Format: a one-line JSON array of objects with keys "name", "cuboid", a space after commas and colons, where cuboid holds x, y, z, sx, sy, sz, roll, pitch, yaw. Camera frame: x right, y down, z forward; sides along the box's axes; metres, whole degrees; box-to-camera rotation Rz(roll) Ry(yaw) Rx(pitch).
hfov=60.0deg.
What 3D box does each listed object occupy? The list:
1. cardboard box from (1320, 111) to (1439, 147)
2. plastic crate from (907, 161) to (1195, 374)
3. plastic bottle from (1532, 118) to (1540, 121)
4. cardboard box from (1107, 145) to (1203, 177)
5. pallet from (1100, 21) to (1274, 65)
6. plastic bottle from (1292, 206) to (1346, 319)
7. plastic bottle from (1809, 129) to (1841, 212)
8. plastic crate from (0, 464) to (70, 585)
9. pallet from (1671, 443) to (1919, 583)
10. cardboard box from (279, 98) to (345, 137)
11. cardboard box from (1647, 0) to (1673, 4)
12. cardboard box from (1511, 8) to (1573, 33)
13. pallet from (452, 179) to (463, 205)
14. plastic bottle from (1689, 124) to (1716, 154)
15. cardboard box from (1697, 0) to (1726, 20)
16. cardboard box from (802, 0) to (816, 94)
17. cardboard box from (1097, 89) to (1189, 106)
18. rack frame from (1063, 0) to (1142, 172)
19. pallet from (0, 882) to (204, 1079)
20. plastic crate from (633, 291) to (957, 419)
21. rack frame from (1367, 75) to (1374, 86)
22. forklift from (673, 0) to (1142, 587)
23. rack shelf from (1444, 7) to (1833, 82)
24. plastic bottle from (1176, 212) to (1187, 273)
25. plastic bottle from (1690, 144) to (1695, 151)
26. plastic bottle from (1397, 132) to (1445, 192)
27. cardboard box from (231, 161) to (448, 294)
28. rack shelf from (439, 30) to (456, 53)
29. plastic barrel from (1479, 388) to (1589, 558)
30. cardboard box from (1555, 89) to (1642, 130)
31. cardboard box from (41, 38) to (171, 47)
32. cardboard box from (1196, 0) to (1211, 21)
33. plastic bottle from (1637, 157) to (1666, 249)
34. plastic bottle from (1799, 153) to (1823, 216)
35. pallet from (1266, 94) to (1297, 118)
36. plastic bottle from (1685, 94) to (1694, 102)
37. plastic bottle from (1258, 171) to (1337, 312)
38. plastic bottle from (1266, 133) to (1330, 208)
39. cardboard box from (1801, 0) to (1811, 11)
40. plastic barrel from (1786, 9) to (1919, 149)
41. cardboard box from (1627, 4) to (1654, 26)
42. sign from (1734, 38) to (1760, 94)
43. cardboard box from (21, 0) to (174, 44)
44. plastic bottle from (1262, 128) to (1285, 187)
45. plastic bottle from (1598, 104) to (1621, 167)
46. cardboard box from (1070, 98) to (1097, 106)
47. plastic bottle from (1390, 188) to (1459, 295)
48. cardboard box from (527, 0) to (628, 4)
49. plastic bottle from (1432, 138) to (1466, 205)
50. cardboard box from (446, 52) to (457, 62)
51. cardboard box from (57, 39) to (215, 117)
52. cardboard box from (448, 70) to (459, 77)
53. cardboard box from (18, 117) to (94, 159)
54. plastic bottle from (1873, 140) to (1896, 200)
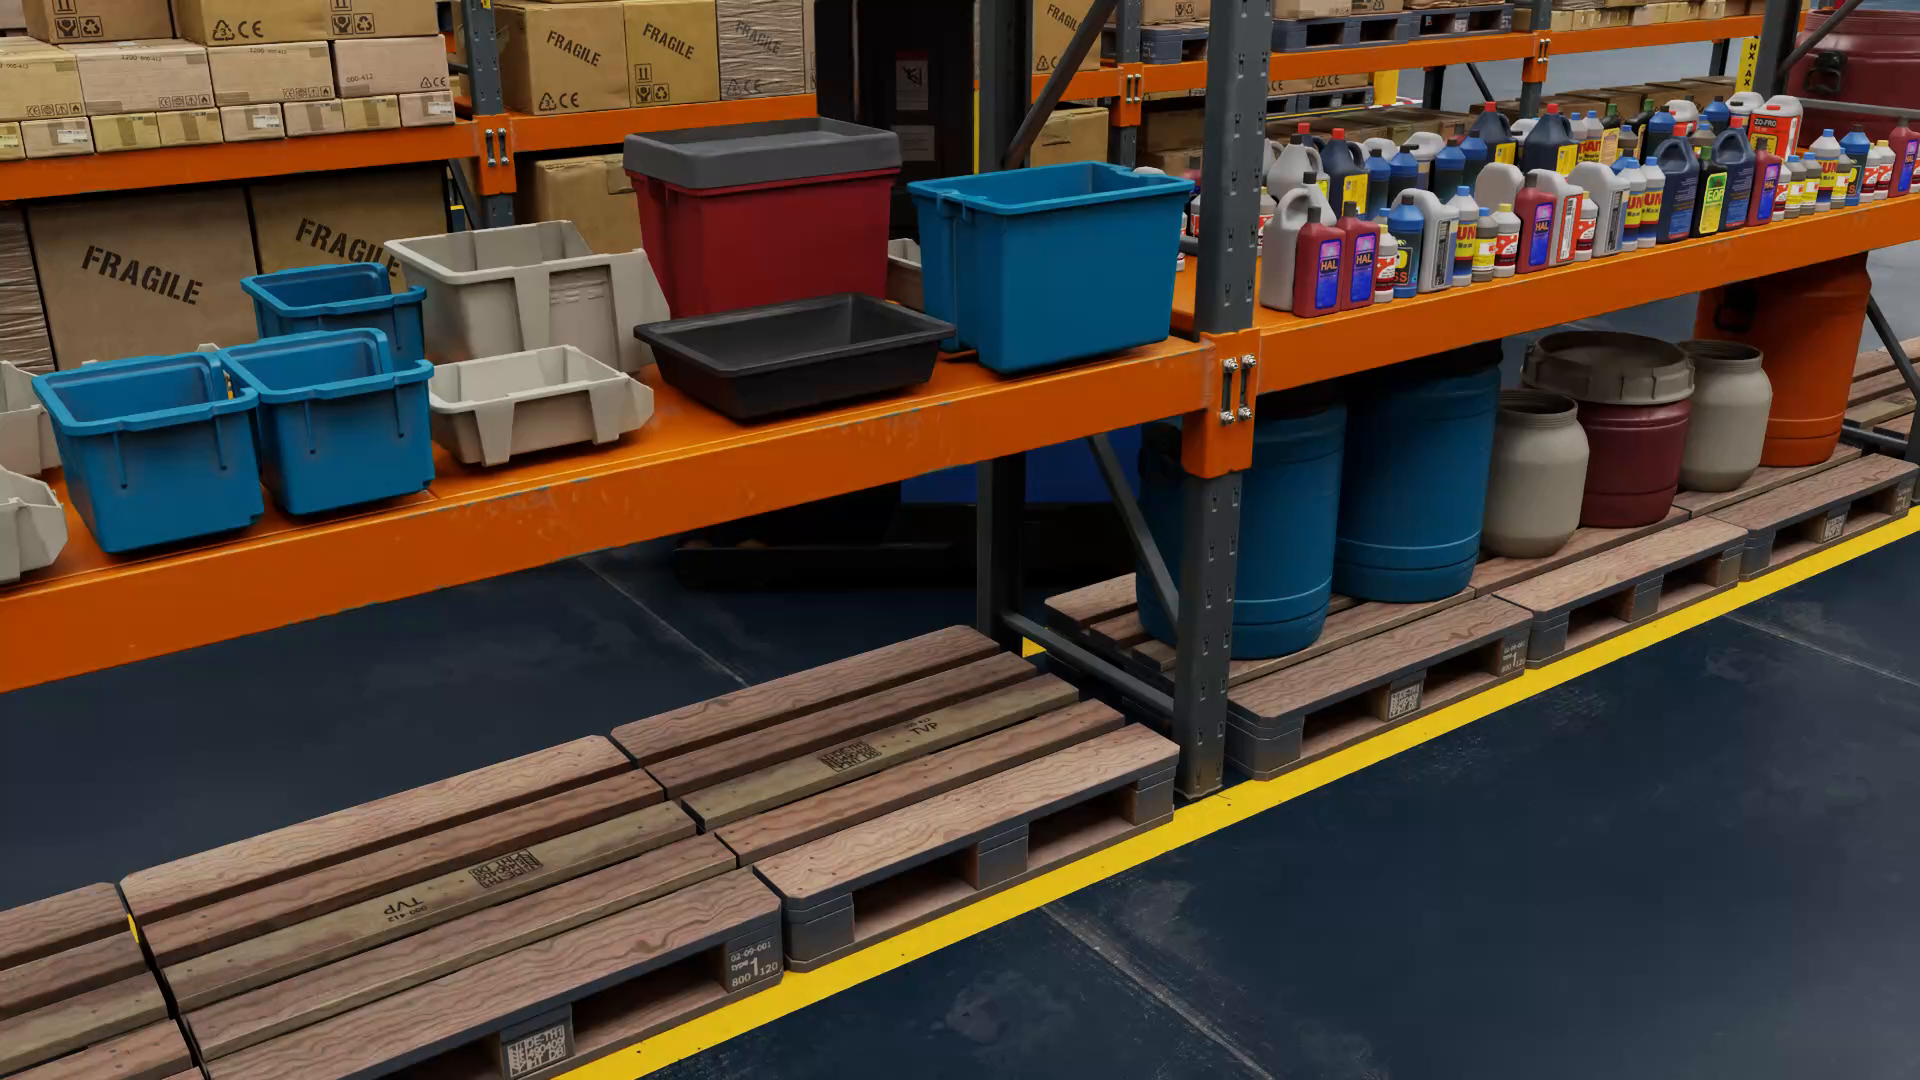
[{"name": "cardboard box", "cuboid": [3.083, -2.872, 12.326, 0.500, 0.500, 0.700, -15, 26, -33]}, {"name": "plastic crate", "cuboid": [0.211, -0.648, 3.913, 0.575, 0.384, 0.392, -15, 26, -33]}, {"name": "plastic bottle", "cuboid": [2.051, -1.374, 5.965, 0.097, 0.271, 0.097, 0, 22, 0]}, {"name": "cardboard box", "cuboid": [1.278, -2.381, 11.096, 0.500, 0.500, 0.700, -17, 27, -36]}, {"name": "pallet", "cuboid": [1.262, -3.284, 10.838, 1.003, 0.211, 1.213, -15, 26, -33]}, {"name": "plastic bottle", "cuboid": [0.938, -0.728, 4.331, 0.133, 0.283, 0.061, -15, 26, -33]}, {"name": "plastic bottle", "cuboid": [2.951, -1.267, 5.699, 0.097, 0.271, 0.097, 0, 22, 0]}, {"name": "plastic crate", "cuboid": [-1.604, -0.016, 2.665, 0.298, 0.136, 0.250, -15, 26, -33]}, {"name": "pallet", "cuboid": [3.023, -0.218, 6.659, 1.213, 0.211, 1.003, -15, 26, -33]}, {"name": "cardboard box", "cuboid": [-2.975, -1.929, 7.521, 0.250, 0.149, 0.380, -15, 26, -34]}, {"name": "cardboard box", "cuboid": [5.167, -4.552, 13.221, 0.500, 0.500, 0.875, -15, 26, -33]}, {"name": "cardboard box", "cuboid": [4.343, -3.892, 12.442, 0.250, 0.149, 0.380, -15, 26, -33]}, {"name": "pallet", "cuboid": [-3.694, -2.975, 13.566, 1.213, 0.211, 1.003, -15, 26, -33]}, {"name": "plastic bottle", "cuboid": [2.811, -1.474, 6.312, 0.097, 0.201, 0.097, 0, 22, 0]}, {"name": "cardboard box", "cuboid": [5.972, -4.322, 13.518, 0.250, 0.149, 0.380, -15, 26, -33]}, {"name": "cardboard box", "cuboid": [-0.752, -2.723, 9.037, 0.500, 0.500, 0.500, -14, 26, -32]}, {"name": "cardboard box", "cuboid": [1.729, -4.890, 16.904, 0.875, 0.875, 0.875, -14, 26, -32]}, {"name": "rack frame", "cuboid": [0.746, -3.187, 10.336, 0.127, 3.000, 1.000, -15, 26, -33]}, {"name": "pallet", "cuboid": [-2.164, 1.163, 3.197, 1.213, 0.211, 1.003, -15, 26, -33]}, {"name": "plastic crate", "cuboid": [-0.360, -0.408, 3.662, 0.590, 0.125, 0.437, -15, 26, -33]}, {"name": "rack frame", "cuboid": [4.425, -6.433, 18.469, 0.127, 3.000, 1.000, -15, 26, -33]}, {"name": "forklift", "cuboid": [-0.668, -1.390, 5.924, 3.031, 2.935, 1.130, 0, 22, -1]}, {"name": "rack shelf", "cuboid": [5.616, -4.151, 13.723, 4.000, 0.370, 1.077, -15, 26, -33]}, {"name": "plastic bottle", "cuboid": [0.610, -0.888, 4.842, 0.097, 0.201, 0.097, 0, 22, 0]}, {"name": "plastic bottle", "cuboid": [2.337, -1.129, 5.335, 0.133, 0.283, 0.061, -15, 26, -33]}, {"name": "plastic bottle", "cuboid": [1.526, -1.224, 5.583, 0.135, 0.276, 0.152, -15, 26, -33]}, {"name": "cardboard box", "cuboid": [-3.084, -1.411, 8.184, 0.875, 0.875, 0.875, -15, 26, -33]}, {"name": "rack shelf", "cuboid": [-3.693, -3.934, 13.178, 4.000, 0.370, 1.077, -15, 26, -33]}, {"name": "plastic barrel", "cuboid": [1.928, -0.232, 5.720, 0.421, 0.512, 0.421, 0, 22, 0]}, {"name": "cardboard box", "cuboid": [5.259, -3.446, 13.790, 0.500, 0.500, 0.500, -18, 28, -37]}, {"name": "cardboard box", "cuboid": [-3.860, -2.147, 7.530, 0.500, 0.250, 0.500, -14, 26, -32]}, {"name": "cardboard box", "cuboid": [1.555, -3.708, 10.940, 0.500, 0.500, 0.700, -11, 24, -25]}, {"name": "plastic bottle", "cuboid": [2.118, -1.045, 5.142, 0.097, 0.271, 0.097, 0, 22, 0]}, {"name": "plastic bottle", "cuboid": [2.872, -1.214, 5.659, 0.097, 0.201, 0.097, 0, 22, 0]}, {"name": "pallet", "cuboid": [2.832, -4.678, 17.835, 1.213, 0.211, 1.003, -15, 26, -33]}, {"name": "plastic bottle", "cuboid": [2.805, -1.589, 6.488, 0.133, 0.283, 0.061, -15, 26, -33]}, {"name": "plastic bottle", "cuboid": [0.899, -0.796, 4.409, 0.185, 0.351, 0.144, -15, 26, -33]}, {"name": "plastic bottle", "cuboid": [1.030, -1.062, 5.077, 0.185, 0.351, 0.144, -15, 26, -33]}, {"name": "cardboard box", "cuboid": [7.129, -4.678, 14.411, 0.250, 0.149, 0.380, -15, 26, -33]}, {"name": "plastic barrel", "cuboid": [3.838, -1.952, 7.056, 0.708, 0.536, 0.600, -15, 26, -33]}, {"name": "cardboard box", "cuboid": [5.164, -4.103, 12.971, 0.250, 0.149, 0.380, -15, 26, -33]}, {"name": "sign", "cuboid": [3.311, -1.937, 6.982, 0.005, 0.325, 0.100, -15, 26, -33]}, {"name": "cardboard box", "cuboid": [-3.863, -2.493, 7.385, 0.500, 0.500, 0.500, -16, 27, -34]}, {"name": "plastic bottle", "cuboid": [0.946, -1.106, 5.186, 0.185, 0.351, 0.144, -15, 26, -33]}, {"name": "plastic bottle", "cuboid": [2.400, -1.481, 6.218, 0.133, 0.283, 0.061, -15, 26, -33]}, {"name": "cardboard box", "cuboid": [0.726, -4.555, 16.234, 0.750, 0.750, 1.050, -15, 26, -33]}, {"name": "plastic bottle", "cuboid": [1.286, -0.838, 4.617, 0.135, 0.276, 0.152, -15, 26, -33]}, {"name": "cardboard box", "cuboid": [-1.988, -2.974, 8.314, 0.637, 0.503, 0.797, -16, 27, -34]}, {"name": "plastic bottle", "cuboid": [1.614, -1.188, 5.500, 0.097, 0.271, 0.097, 0, 22, 0]}, {"name": "cardboard box", "cuboid": [-5.651, -5.252, 17.811, 0.875, 0.875, 0.875, -15, 26, -33]}, {"name": "cardboard box", "cuboid": [-3.539, -1.992, 7.142, 0.500, 0.250, 0.500, -14, 26, -32]}, {"name": "cardboard box", "cuboid": [-3.715, -3.523, 12.972, 0.500, 0.250, 0.500, -14, 26, -31]}, {"name": "cardboard box", "cuboid": [-3.808, -1.707, 6.965, 0.250, 0.149, 0.380, -14, 26, -32]}, {"name": "plastic bottle", "cuboid": [3.267, -1.319, 5.923, 0.097, 0.201, 0.097, 0, 22, 0]}]
